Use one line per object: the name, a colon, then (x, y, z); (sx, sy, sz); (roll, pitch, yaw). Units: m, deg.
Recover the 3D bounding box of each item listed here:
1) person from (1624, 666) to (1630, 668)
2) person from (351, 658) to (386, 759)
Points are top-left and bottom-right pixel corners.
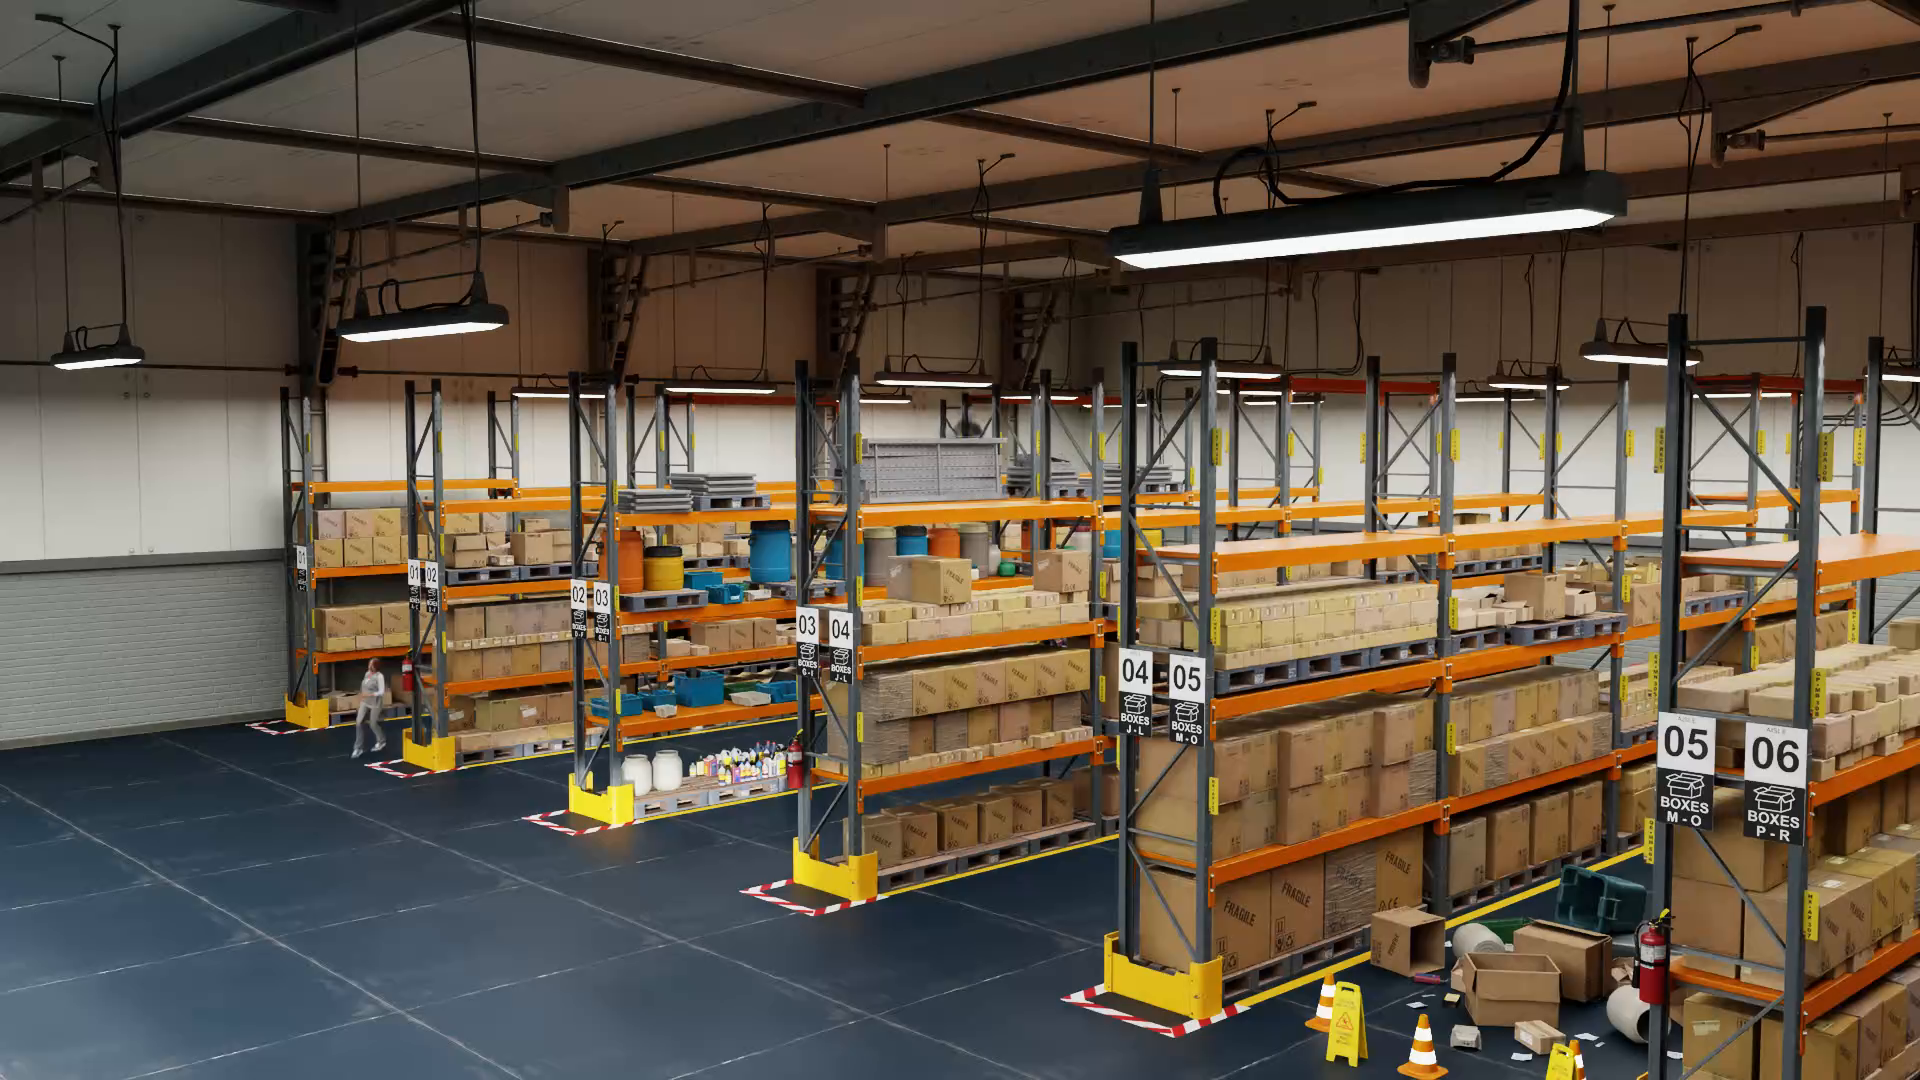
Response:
person: (10.486, 2.730, 25.698); (0.850, 1.616, 0.687); (-3, 5, -38)
person: (-9.370, 2.678, 26.625); (0.525, 1.617, 0.701); (1, 4, 20)
